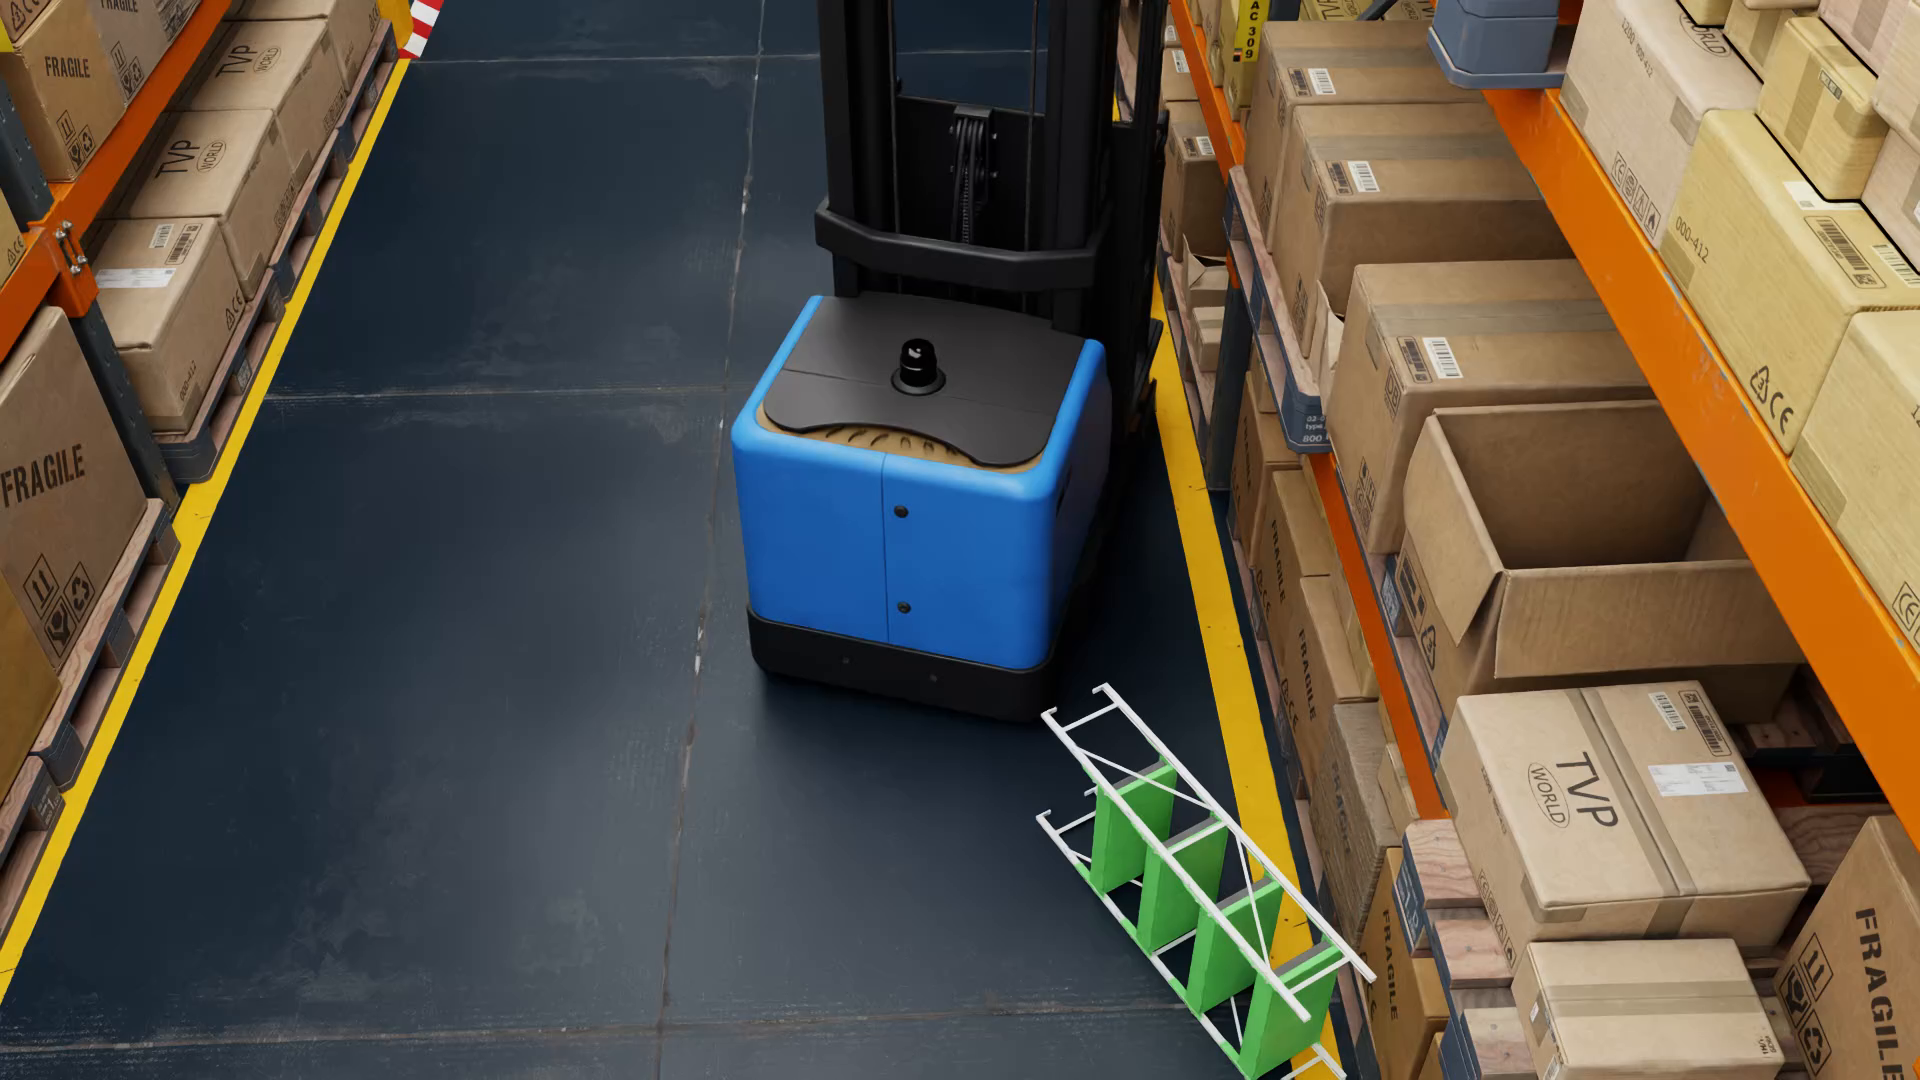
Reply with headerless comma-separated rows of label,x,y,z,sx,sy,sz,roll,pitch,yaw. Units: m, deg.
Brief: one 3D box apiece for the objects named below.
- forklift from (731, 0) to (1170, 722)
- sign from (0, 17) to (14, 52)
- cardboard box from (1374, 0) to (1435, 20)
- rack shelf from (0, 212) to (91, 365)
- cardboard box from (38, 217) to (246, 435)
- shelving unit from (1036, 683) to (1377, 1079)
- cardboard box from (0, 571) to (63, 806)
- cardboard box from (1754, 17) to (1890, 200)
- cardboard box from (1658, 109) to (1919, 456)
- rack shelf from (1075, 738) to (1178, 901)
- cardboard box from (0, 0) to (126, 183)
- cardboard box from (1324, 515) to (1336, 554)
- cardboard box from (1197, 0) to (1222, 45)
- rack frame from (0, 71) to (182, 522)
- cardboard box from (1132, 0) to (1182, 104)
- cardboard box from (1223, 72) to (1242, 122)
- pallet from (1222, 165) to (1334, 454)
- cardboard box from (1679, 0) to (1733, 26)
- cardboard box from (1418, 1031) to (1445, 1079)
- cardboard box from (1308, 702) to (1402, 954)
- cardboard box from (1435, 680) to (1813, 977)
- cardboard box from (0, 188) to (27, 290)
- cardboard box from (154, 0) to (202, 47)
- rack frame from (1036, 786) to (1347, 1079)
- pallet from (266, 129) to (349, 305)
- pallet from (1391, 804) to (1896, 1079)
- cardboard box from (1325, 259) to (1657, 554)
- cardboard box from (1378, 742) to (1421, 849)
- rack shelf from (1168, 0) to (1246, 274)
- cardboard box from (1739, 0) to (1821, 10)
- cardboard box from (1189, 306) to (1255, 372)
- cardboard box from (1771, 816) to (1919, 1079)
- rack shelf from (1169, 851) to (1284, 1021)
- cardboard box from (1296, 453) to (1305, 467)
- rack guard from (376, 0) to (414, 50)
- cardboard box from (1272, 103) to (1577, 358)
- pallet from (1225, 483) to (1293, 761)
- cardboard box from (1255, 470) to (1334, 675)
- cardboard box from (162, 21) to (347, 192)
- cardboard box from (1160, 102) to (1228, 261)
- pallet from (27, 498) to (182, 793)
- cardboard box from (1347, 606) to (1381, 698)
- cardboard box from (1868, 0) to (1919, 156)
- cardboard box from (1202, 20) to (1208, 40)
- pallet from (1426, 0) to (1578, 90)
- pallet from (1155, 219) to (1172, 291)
forklift,0.171,-1.489,5.706,1.130,2.935,3.031,11,44,11
sign,-2.958,-1.621,5.000,0.100,0.325,0.005,-2,43,-2
cardboard box,1.708,-1.743,5.822,0.500,0.250,0.500,-2,43,-2
rack shelf,-3.415,0.414,4.111,1.077,0.370,4.000,-2,43,-2
cardboard box,-3.419,-0.838,6.530,0.875,0.438,0.875,-2,43,-2
shelving unit,0.656,1.004,4.773,0.258,0.503,1.200,-23,47,-23
cardboard box,-3.347,0.453,4.797,0.875,0.875,0.875,-1,43,-1
cardboard box,1.342,-0.596,2.276,0.380,0.149,0.250,-2,43,-2
cardboard box,1.343,-0.375,2.330,0.500,0.250,0.500,-2,43,-2
rack shelf,0.497,0.829,4.964,0.258,0.480,0.148,-23,47,-23
cardboard box,-3.258,-1.562,5.661,0.500,0.500,0.500,0,43,0
cardboard box,1.345,-0.026,5.118,0.380,0.149,0.250,-2,43,-3
cardboard box,1.158,-2.075,6.185,0.500,0.250,0.500,-2,43,-2
rack frame,-3.500,-1.201,5.341,1.000,3.000,0.127,-2,43,-2
cardboard box,1.218,-2.286,8.063,0.700,0.500,0.500,0,43,0
cardboard box,1.161,-1.637,6.002,0.380,0.149,0.250,-1,43,-1
pallet,1.384,-0.733,4.972,1.003,0.211,1.213,-2,43,-2
cardboard box,1.345,-0.945,2.657,0.380,0.149,0.250,0,43,-1
cardboard box,1.386,1.503,3.929,0.500,0.500,0.500,-2,43,-2
cardboard box,1.320,0.800,4.696,0.500,0.500,0.500,-3,43,-3
cardboard box,1.261,0.552,3.228,0.500,0.250,0.500,-3,43,-4
cardboard box,-3.229,-0.850,5.069,0.500,0.250,0.500,-3,43,-3
cardboard box,-3.290,-2.238,6.398,0.500,0.500,0.500,-1,43,-2
rack frame,0.656,1.184,4.937,0.240,0.015,1.200,-23,47,-23
pallet,-3.509,-1.514,7.746,1.003,0.211,1.213,-2,43,-2
pallet,1.530,0.969,3.115,1.213,0.211,1.003,-2,43,-2
cardboard box,1.312,-0.325,4.000,0.700,0.500,0.500,-2,43,-2
cardboard box,1.327,0.660,4.370,0.380,0.149,0.250,-4,43,-4
rack shelf,1.374,-2.431,7.215,1.077,0.370,4.000,-2,43,-2
cardboard box,1.277,-0.882,2.368,0.380,0.149,0.250,-3,43,-3
cardboard box,1.142,-0.818,6.721,0.380,0.149,0.250,-3,43,-3
cardboard box,1.764,0.811,2.761,0.500,0.500,0.500,0,43,0
rack shelf,0.748,1.105,4.662,0.258,0.480,0.148,-23,47,-23
cardboard box,1.298,-0.384,5.508,0.380,0.149,0.250,-3,43,-3
rack guard,-3.671,-2.996,9.149,1.175,0.500,0.348,-2,43,-2
cardboard box,1.278,-0.855,4.578,0.700,0.500,0.500,-1,43,-1
pallet,1.532,0.230,5.843,1.003,0.211,1.213,-2,43,-2
cardboard box,1.288,0.113,5.446,0.500,0.500,0.500,-2,43,-2
cardboard box,-3.494,-2.052,7.854,0.875,0.438,0.875,-1,43,-1
cardboard box,1.262,-1.585,7.299,0.700,0.500,0.500,-3,43,-3
pallet,-3.392,0.345,5.717,1.003,0.211,1.213,-2,43,-2
cardboard box,1.327,0.311,4.750,0.380,0.149,0.250,0,43,0
cardboard box,1.352,-0.535,1.990,0.380,0.149,0.250,-3,43,-3
cardboard box,1.142,-1.989,6.386,0.380,0.149,0.250,-1,43,-1
pallet,1.464,-1.240,3.302,1.213,0.211,1.003,-2,43,-2
pallet,1.376,-1.607,7.848,1.003,0.211,1.213,-2,43,-2
